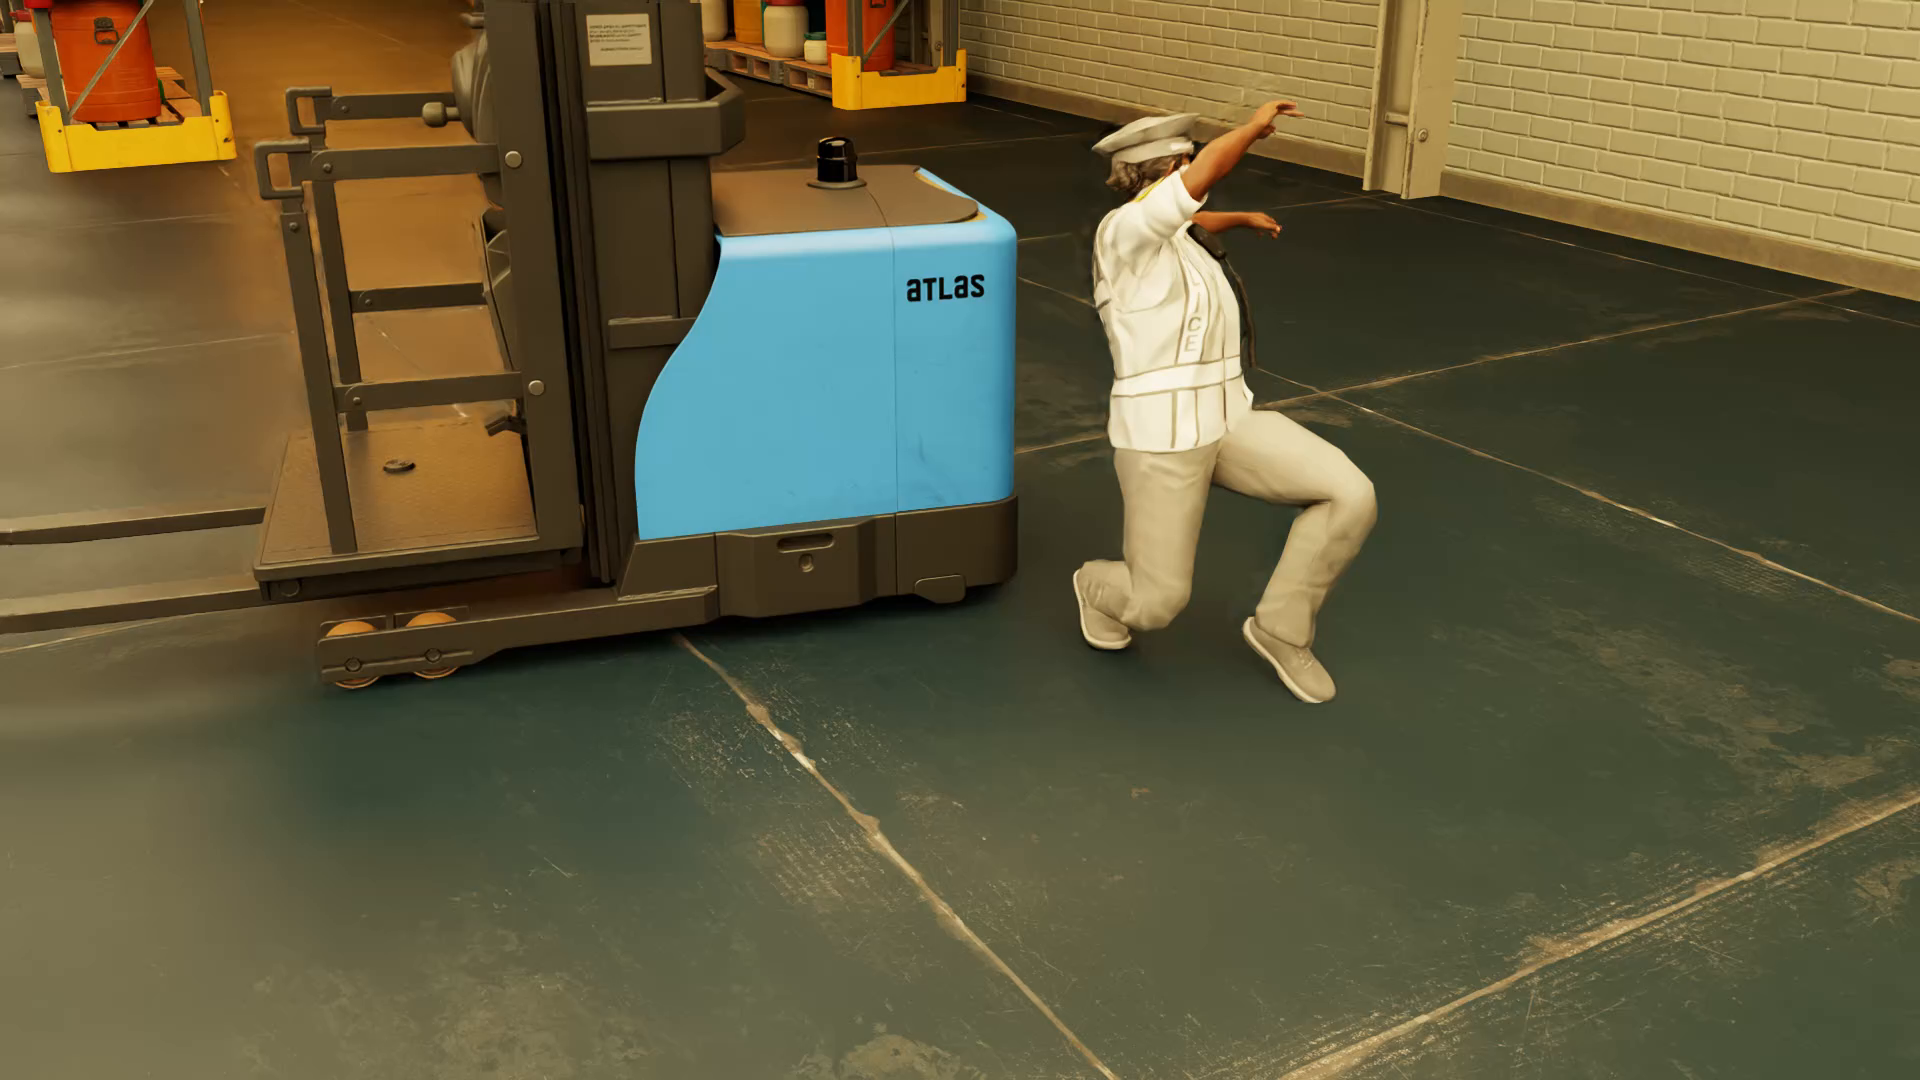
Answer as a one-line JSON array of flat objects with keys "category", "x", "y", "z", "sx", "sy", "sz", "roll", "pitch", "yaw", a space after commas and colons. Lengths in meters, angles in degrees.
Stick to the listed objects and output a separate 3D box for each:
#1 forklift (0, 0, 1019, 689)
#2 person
[{"category": "forklift", "x": -1.412, "y": -1.203, "z": 4.206, "sx": 3.031, "sy": 2.935, "sz": 1.130, "roll": -6, "pitch": 23, "yaw": -15}, {"category": "person", "x": 0.781, "y": -0.388, "z": 4.236, "sx": 0.841, "sy": 1.440, "sz": 1.003, "roll": 20, "pitch": 29, "yaw": 39}]
